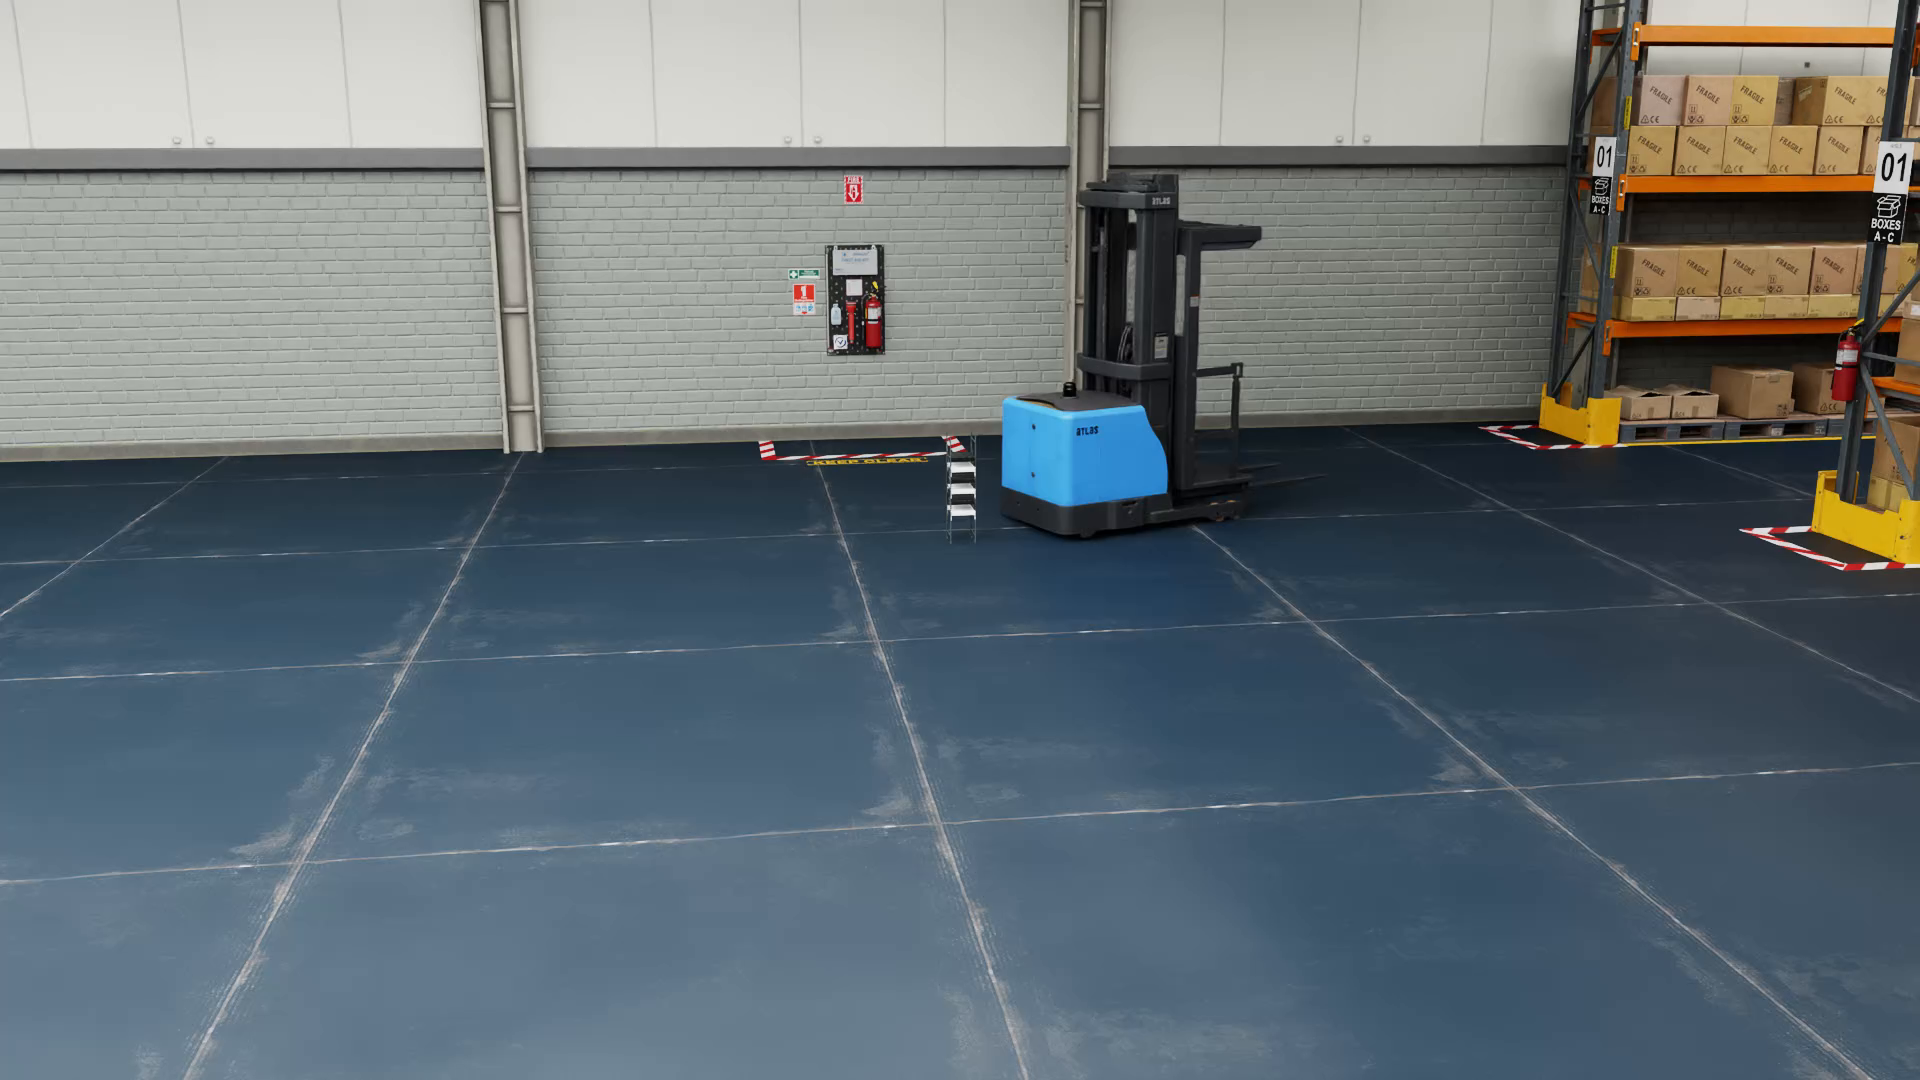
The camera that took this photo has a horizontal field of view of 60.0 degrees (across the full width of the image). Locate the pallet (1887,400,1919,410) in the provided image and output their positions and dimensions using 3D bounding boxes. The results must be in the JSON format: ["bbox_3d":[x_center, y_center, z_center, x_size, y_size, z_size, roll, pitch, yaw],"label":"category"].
[{"bbox_3d":[11.447,-1.426,18.974,1.213,0.211,1.003,-2,14,-8],"label":"pallet"}]

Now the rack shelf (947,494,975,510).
[{"bbox_3d":[0.008,-0.317,13.644,0.200,0.077,0.258,-2,14,-8],"label":"rack shelf"}]

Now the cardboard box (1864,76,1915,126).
[{"bbox_3d":[9.679,-4.642,17.597,0.500,0.500,0.500,-1,14,-5],"label":"cardboard box"}]

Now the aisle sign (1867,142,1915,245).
[{"bbox_3d":[7.355,-2.743,13.148,0.004,0.787,0.394,-2,14,-8],"label":"aisle sign"}]

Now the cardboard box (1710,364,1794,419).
[{"bbox_3d":[8.716,-1.645,18.347,0.500,0.500,0.700,-3,14,-12],"label":"cardboard box"}]

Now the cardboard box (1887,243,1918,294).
[{"bbox_3d":[10.256,-2.959,18.080,0.500,0.500,0.500,-2,14,-8],"label":"cardboard box"}]

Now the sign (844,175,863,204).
[{"bbox_3d":[-1.120,-3.689,17.498,0.199,0.298,0.001,-2,14,-8],"label":"sign"}]

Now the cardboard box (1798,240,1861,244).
[{"bbox_3d":[9.670,-3.066,18.506,0.500,0.500,0.500,-2,14,-9],"label":"cardboard box"}]

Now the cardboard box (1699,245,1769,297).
[{"bbox_3d":[8.241,-2.883,17.778,0.500,0.500,0.500,-3,14,-10],"label":"cardboard box"}]

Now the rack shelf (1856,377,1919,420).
[{"bbox_3d":[9.442,-1.137,13.568,4.000,0.370,1.077,-2,14,-8],"label":"rack shelf"}]

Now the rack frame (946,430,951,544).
[{"bbox_3d":[-0.093,-0.433,13.599,0.006,0.900,0.240,-2,14,-8],"label":"rack frame"}]

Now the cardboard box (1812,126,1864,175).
[{"bbox_3d":[9.171,-4.141,17.654,0.500,0.500,0.500,-3,14,-11],"label":"cardboard box"}]

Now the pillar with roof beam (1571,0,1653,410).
[{"bbox_3d":[7.927,-4.713,14.015,0.400,9.000,9.100,-2,14,-8],"label":"pillar with roof beam"}]

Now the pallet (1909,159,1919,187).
[{"bbox_3d":[8.167,-2.845,12.915,1.213,0.211,1.003,-2,14,-8],"label":"pallet"}]

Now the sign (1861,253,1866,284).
[{"bbox_3d":[7.397,-2.221,13.545,0.005,0.325,0.100,-2,14,-8],"label":"sign"}]

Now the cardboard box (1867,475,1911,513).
[{"bbox_3d":[7.950,-0.374,13.836,0.500,0.250,0.500,-2,14,-8],"label":"cardboard box"}]

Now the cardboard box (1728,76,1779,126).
[{"bbox_3d":[8.148,-4.586,17.373,0.500,0.500,0.500,-2,14,-7],"label":"cardboard box"}]

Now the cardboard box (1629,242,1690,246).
[{"bbox_3d":[7.656,-2.990,18.202,0.500,0.500,0.500,-2,14,-8],"label":"cardboard box"}]

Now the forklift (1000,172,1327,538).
[{"bbox_3d":[1.877,-1.680,14.393,3.031,2.935,1.130,-8,16,-30],"label":"forklift"}]

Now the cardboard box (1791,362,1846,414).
[{"bbox_3d":[9.657,-1.704,18.583,0.500,0.500,0.500,-3,14,-13],"label":"cardboard box"}]

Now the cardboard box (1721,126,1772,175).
[{"bbox_3d":[8.139,-4.101,17.494,0.500,0.500,0.500,-1,14,-6],"label":"cardboard box"}]

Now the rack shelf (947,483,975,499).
[{"bbox_3d":[0.008,-0.404,13.622,0.200,0.077,0.258,-2,14,-8],"label":"rack shelf"}]

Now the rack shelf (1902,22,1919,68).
[{"bbox_3d":[9.442,-3.853,12.887,4.000,0.370,1.077,-2,14,-8],"label":"rack shelf"}]

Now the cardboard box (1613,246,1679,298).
[{"bbox_3d":[7.239,-2.851,17.648,0.500,0.500,0.500,-2,14,-8],"label":"cardboard box"}]

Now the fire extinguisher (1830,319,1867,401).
[{"bbox_3d":[7.278,-1.483,13.630,0.183,0.674,0.296,-2,14,-8],"label":"fire extinguisher"}]

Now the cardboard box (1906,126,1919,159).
[{"bbox_3d":[10.213,-4.185,17.831,0.500,0.500,0.500,-2,14,-7],"label":"cardboard box"}]

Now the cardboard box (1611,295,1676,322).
[{"bbox_3d":[7.252,-2.483,17.724,0.500,0.250,0.500,-3,14,-10],"label":"cardboard box"}]

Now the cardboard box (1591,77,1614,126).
[{"bbox_3d":[7.110,-4.682,17.755,0.500,0.500,0.500,-1,14,-6],"label":"cardboard box"}]

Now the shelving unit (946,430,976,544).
[{"bbox_3d":[0.008,-0.437,13.614,0.210,0.900,0.258,-2,14,-8],"label":"shelving unit"}]

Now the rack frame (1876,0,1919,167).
[{"bbox_3d":[7.464,-4.323,12.462,0.127,3.000,1.000,-2,14,-8],"label":"rack frame"}]

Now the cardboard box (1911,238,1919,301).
[{"bbox_3d":[7.980,-2.107,13.085,0.500,0.500,0.700,-2,14,-8],"label":"cardboard box"}]

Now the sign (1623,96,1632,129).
[{"bbox_3d":[6.803,-4.353,16.951,0.005,0.325,0.100,-2,14,-8],"label":"sign"}]

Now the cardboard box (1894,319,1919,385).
[{"bbox_3d":[7.928,-1.476,13.235,0.500,0.500,0.700,-2,14,-8],"label":"cardboard box"}]

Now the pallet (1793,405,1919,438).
[{"bbox_3d":[10.019,-1.365,18.729,1.213,0.211,1.003,-2,14,-8],"label":"pallet"}]

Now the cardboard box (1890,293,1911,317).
[{"bbox_3d":[10.254,-2.597,18.177,0.500,0.250,0.500,-2,14,-8],"label":"cardboard box"}]

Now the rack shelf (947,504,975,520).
[{"bbox_3d":[0.008,-0.230,13.665,0.200,0.077,0.258,-2,14,-8],"label":"rack shelf"}]

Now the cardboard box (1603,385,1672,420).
[{"bbox_3d":[7.420,-1.518,18.230,0.500,0.311,0.500,-4,15,-15],"label":"cardboard box"}]

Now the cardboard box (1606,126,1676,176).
[{"bbox_3d":[7.090,-4.070,17.372,0.500,0.500,0.500,-2,14,-7],"label":"cardboard box"}]

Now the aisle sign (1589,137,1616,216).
[{"bbox_3d":[6.696,-3.791,17.328,0.004,0.787,0.394,-2,14,-8],"label":"aisle sign"}]

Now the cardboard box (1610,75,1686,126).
[{"bbox_3d":[7.139,-4.559,17.264,0.500,0.500,0.500,-3,14,-12],"label":"cardboard box"}]

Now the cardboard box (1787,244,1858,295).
[{"bbox_3d":[9.264,-2.924,17.940,0.500,0.500,0.500,-3,14,-10],"label":"cardboard box"}]

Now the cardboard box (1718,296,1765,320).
[{"bbox_3d":[8.268,-2.523,17.881,0.500,0.250,0.500,-2,14,-9],"label":"cardboard box"}]

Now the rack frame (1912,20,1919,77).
[{"bbox_3d":[10.678,-5.660,17.791,0.127,3.000,1.000,-2,14,-8],"label":"rack frame"}]

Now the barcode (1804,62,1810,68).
[{"bbox_3d":[9.239,-5.179,18.136,0.075,0.075,0.001,-2,14,-8],"label":"barcode"}]

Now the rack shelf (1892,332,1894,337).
[{"bbox_3d":[12.655,-2.473,18.897,4.000,0.370,1.077,-2,14,-8],"label":"rack shelf"}]

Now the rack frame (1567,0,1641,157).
[{"bbox_3d":[6.722,-5.515,17.213,0.127,3.000,1.000,-2,14,-8],"label":"rack frame"}]

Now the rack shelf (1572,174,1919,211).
[{"bbox_3d":[8.700,-3.783,17.954,4.000,0.370,1.077,-2,14,-8],"label":"rack shelf"}]

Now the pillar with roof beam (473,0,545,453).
[{"bbox_3d":[-3.939,-4.278,12.281,0.400,9.000,9.100,-2,14,-8],"label":"pillar with roof beam"}]

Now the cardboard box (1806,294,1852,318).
[{"bbox_3d":[9.266,-2.559,18.026,0.500,0.250,0.500,-2,14,-9],"label":"cardboard box"}]

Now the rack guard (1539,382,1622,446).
[{"bbox_3d":[6.797,-1.395,18.258,0.348,0.500,1.175,-2,14,-8],"label":"rack guard"}]

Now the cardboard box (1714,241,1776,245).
[{"bbox_3d":[8.664,-3.028,18.354,0.500,0.500,0.500,-2,14,-8],"label":"cardboard box"}]
